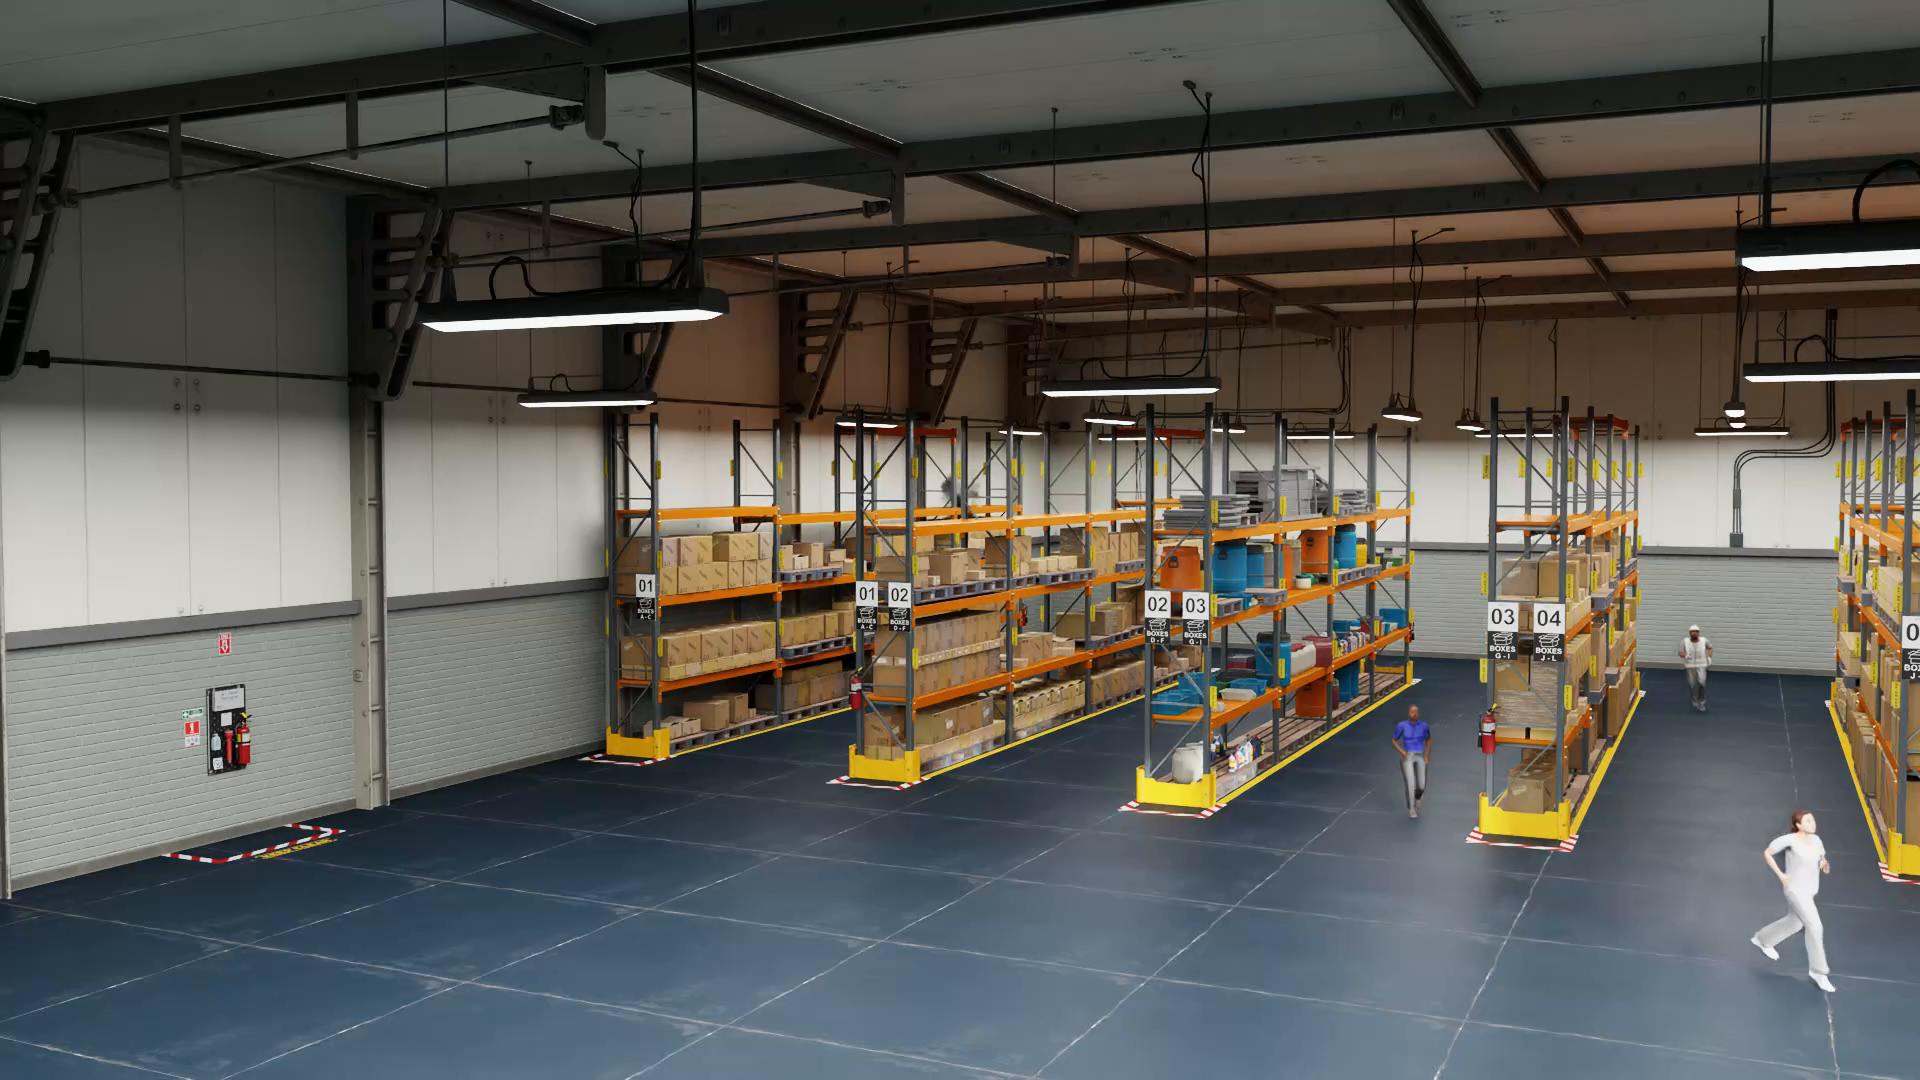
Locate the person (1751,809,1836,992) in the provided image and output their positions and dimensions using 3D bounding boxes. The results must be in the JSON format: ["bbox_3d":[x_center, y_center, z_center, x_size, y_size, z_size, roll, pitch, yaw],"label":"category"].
[{"bbox_3d":[8.262,3.489,16.408,0.535,1.714,0.990,-1,3,-27],"label":"person"}]

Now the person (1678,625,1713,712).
[{"bbox_3d":[15.296,2.676,34.613,0.655,1.820,0.704,1,3,25],"label":"person"}]

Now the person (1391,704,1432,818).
[{"bbox_3d":[6.543,3.187,24.059,0.582,1.627,0.530,0,2,6],"label":"person"}]
